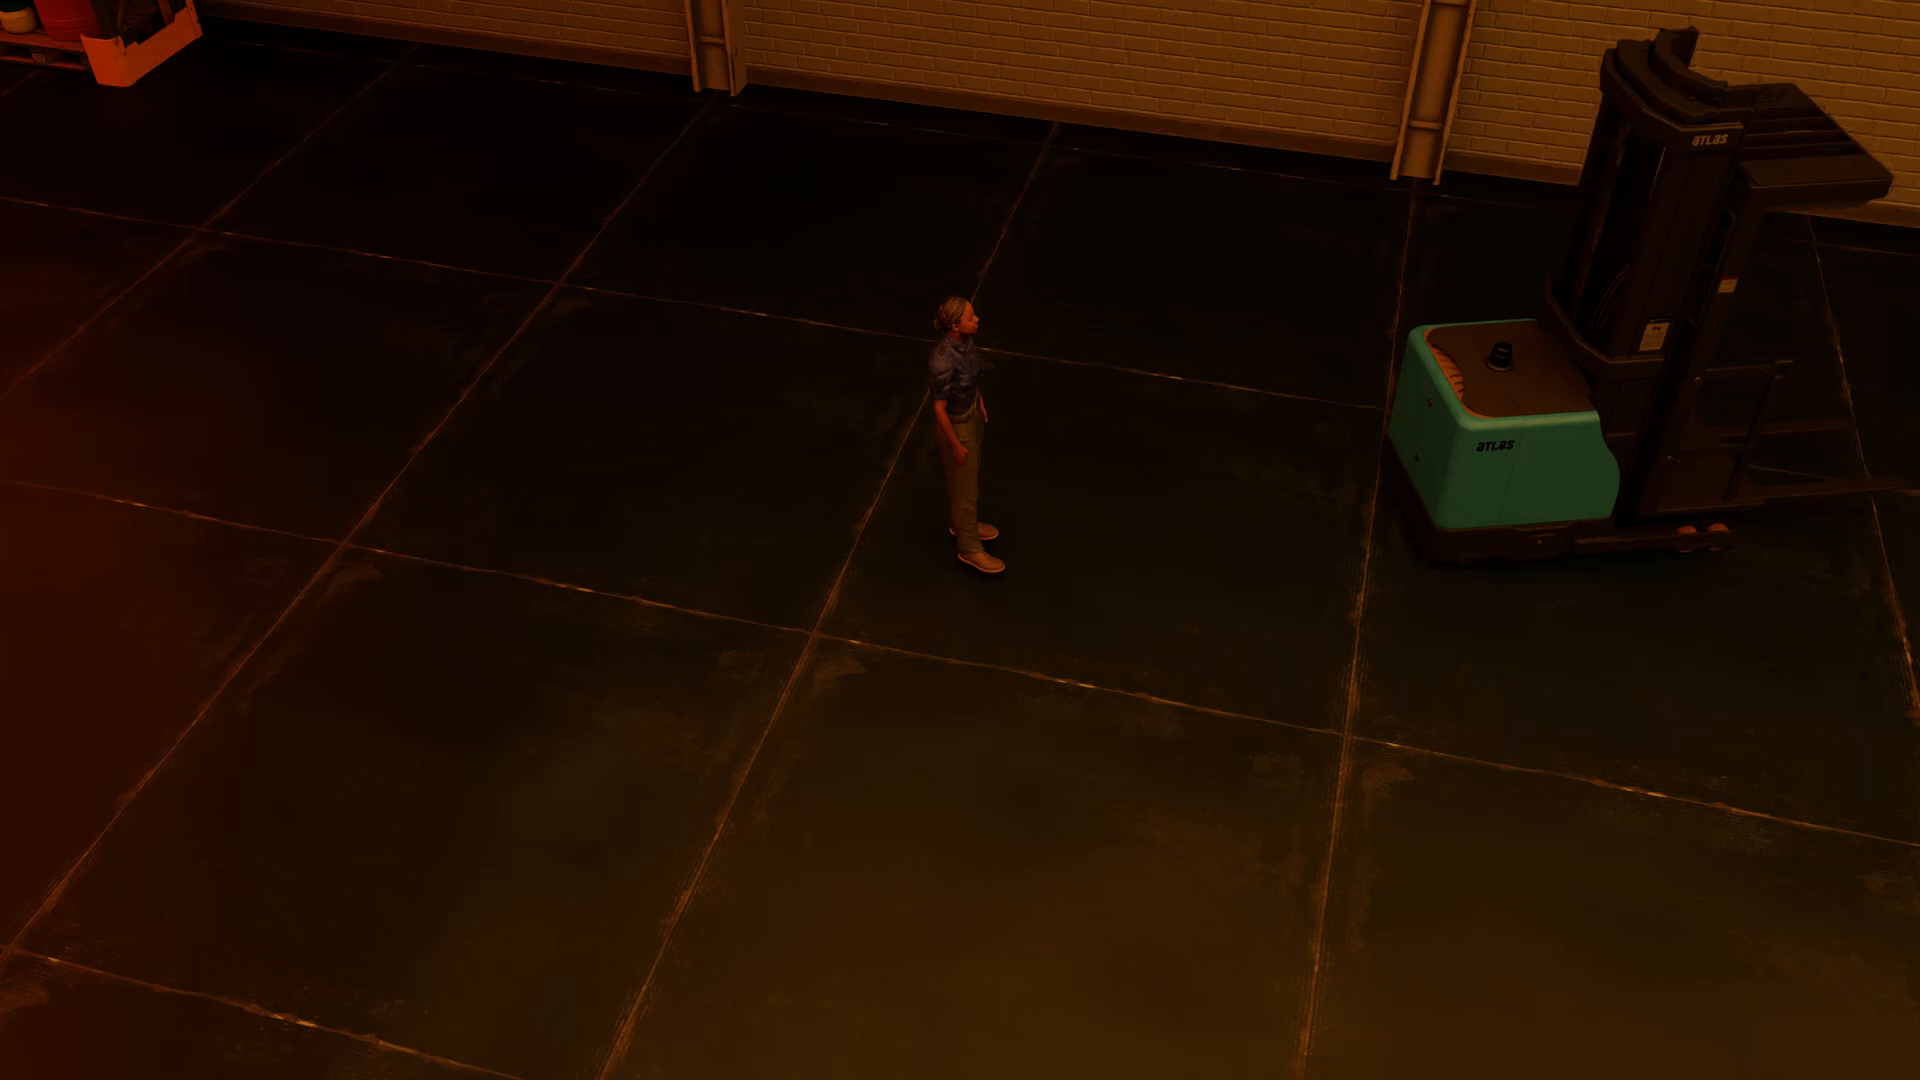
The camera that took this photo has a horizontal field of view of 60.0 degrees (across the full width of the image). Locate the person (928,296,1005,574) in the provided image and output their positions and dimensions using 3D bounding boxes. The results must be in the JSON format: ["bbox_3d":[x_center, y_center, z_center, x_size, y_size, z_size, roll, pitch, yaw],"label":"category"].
[{"bbox_3d":[0.079,-0.630,9.477,0.504,1.654,0.569,10,42,11],"label":"person"}]

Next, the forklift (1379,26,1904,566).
[{"bbox_3d":[4.210,-1.369,9.424,3.031,2.935,1.130,-4,41,-5],"label":"forklift"}]
